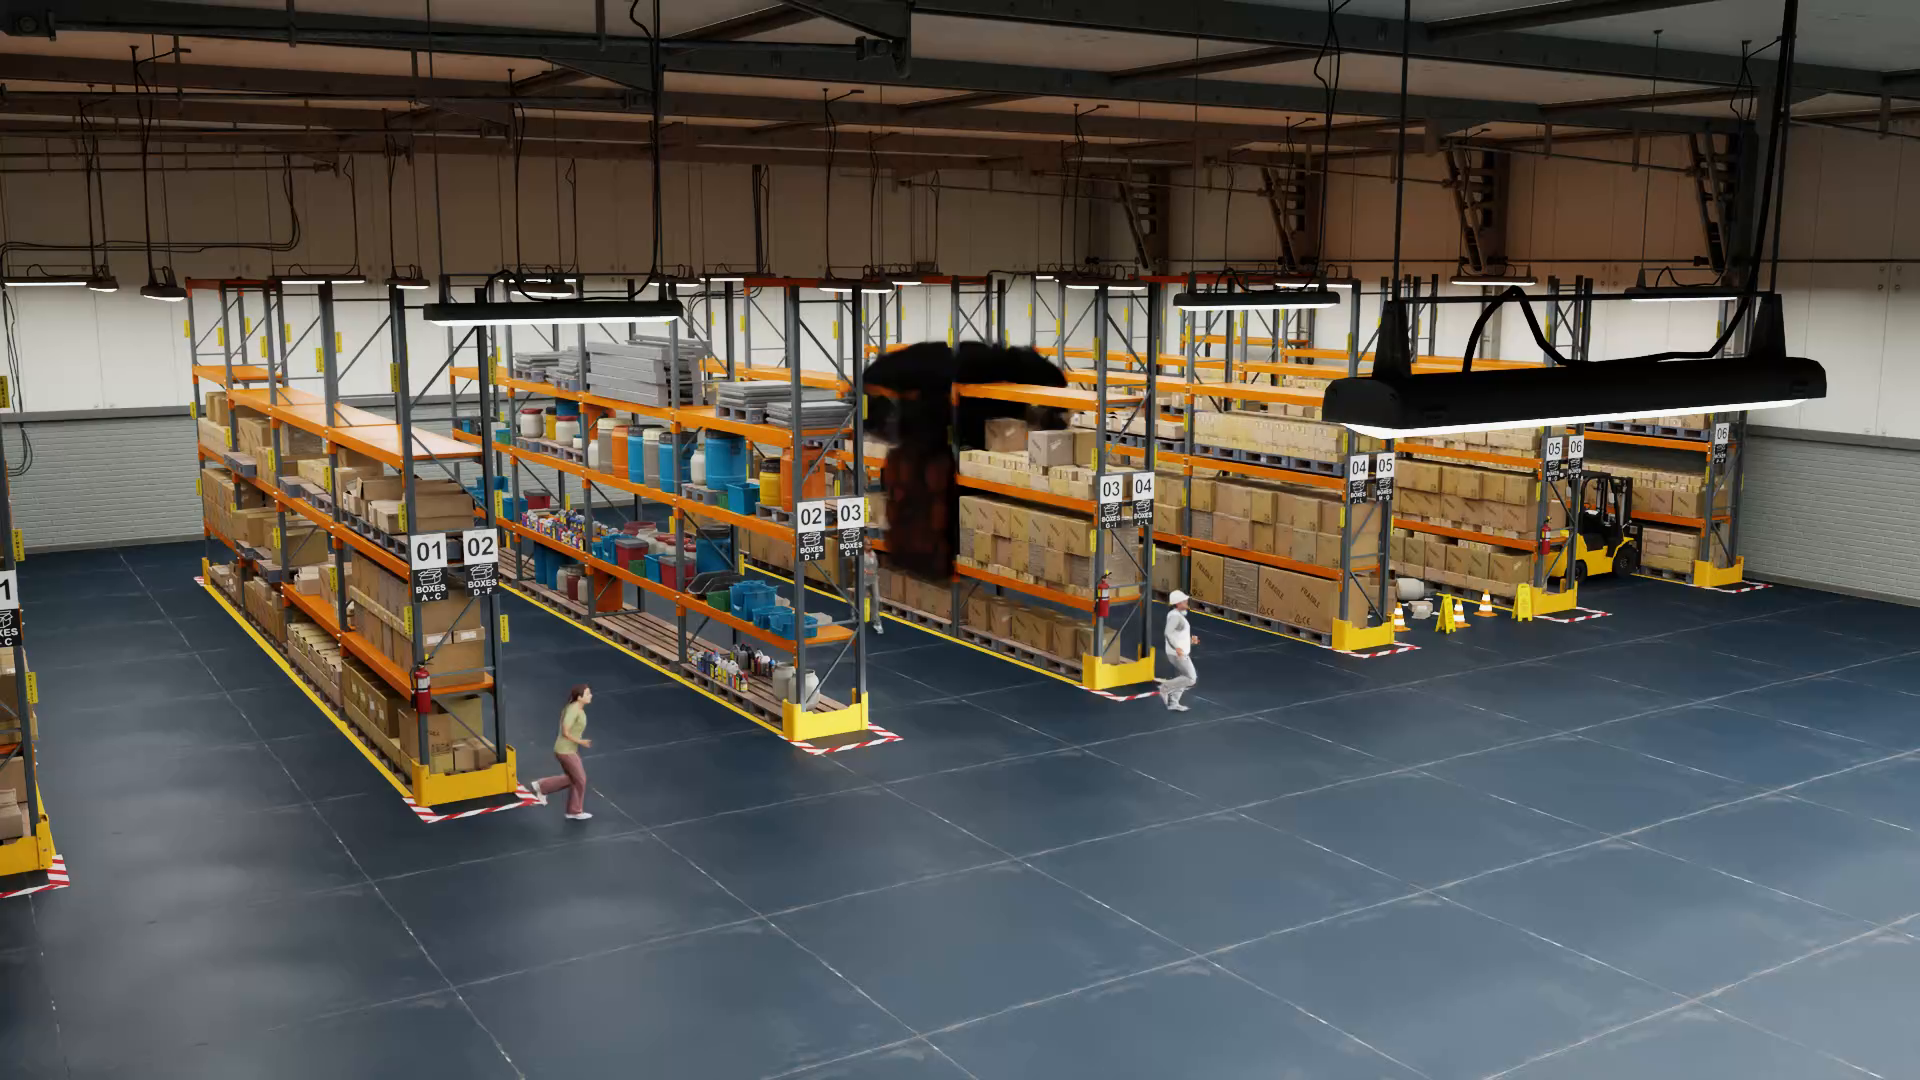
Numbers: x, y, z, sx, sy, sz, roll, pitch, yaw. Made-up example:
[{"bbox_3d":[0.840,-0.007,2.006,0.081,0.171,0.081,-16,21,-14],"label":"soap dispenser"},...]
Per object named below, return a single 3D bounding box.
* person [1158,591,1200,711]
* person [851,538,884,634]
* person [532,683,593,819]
[{"bbox_3d":[3.104,1.575,23.519,0.598,1.736,0.656,1,10,4],"label":"person"},{"bbox_3d":[-1.603,0.759,28.627,0.536,1.610,0.875,-7,12,-35],"label":"person"},{"bbox_3d":[-4.517,2.420,18.891,0.715,1.620,0.565,0,10,-1],"label":"person"}]
